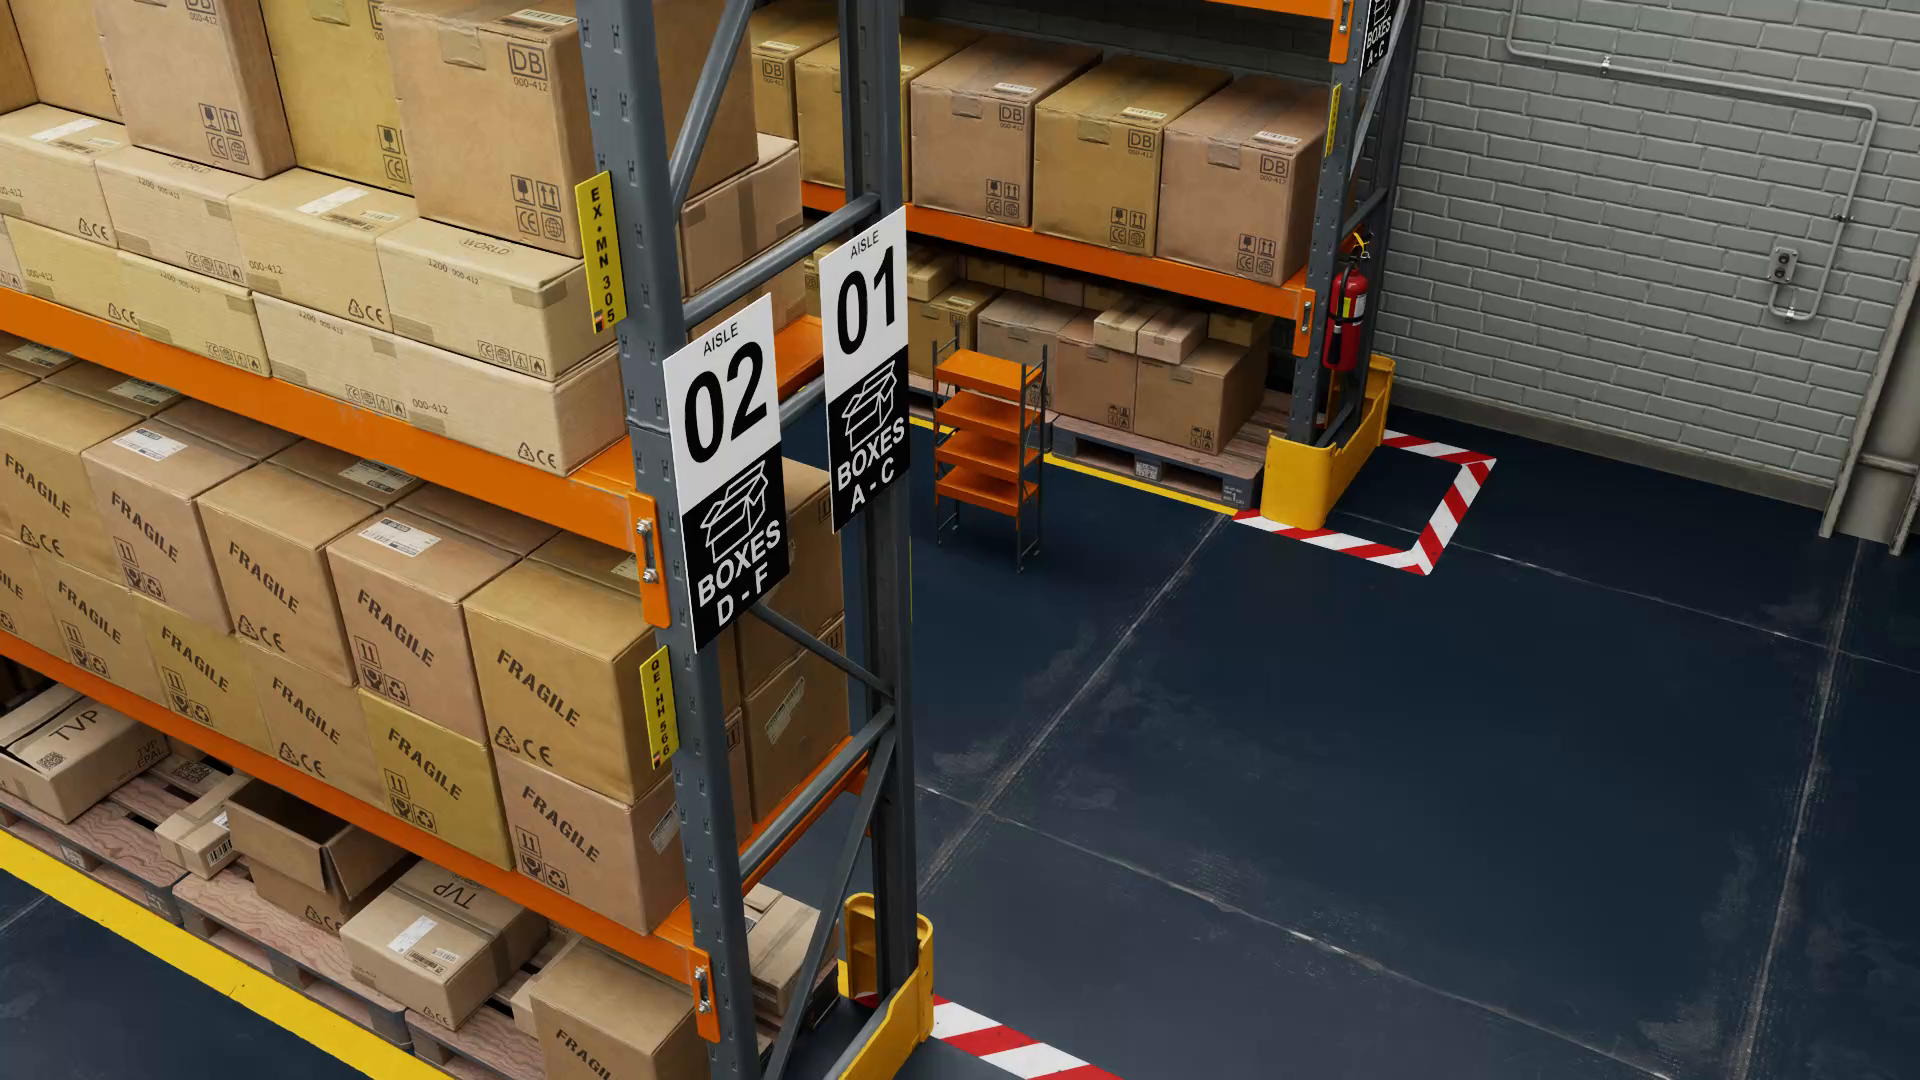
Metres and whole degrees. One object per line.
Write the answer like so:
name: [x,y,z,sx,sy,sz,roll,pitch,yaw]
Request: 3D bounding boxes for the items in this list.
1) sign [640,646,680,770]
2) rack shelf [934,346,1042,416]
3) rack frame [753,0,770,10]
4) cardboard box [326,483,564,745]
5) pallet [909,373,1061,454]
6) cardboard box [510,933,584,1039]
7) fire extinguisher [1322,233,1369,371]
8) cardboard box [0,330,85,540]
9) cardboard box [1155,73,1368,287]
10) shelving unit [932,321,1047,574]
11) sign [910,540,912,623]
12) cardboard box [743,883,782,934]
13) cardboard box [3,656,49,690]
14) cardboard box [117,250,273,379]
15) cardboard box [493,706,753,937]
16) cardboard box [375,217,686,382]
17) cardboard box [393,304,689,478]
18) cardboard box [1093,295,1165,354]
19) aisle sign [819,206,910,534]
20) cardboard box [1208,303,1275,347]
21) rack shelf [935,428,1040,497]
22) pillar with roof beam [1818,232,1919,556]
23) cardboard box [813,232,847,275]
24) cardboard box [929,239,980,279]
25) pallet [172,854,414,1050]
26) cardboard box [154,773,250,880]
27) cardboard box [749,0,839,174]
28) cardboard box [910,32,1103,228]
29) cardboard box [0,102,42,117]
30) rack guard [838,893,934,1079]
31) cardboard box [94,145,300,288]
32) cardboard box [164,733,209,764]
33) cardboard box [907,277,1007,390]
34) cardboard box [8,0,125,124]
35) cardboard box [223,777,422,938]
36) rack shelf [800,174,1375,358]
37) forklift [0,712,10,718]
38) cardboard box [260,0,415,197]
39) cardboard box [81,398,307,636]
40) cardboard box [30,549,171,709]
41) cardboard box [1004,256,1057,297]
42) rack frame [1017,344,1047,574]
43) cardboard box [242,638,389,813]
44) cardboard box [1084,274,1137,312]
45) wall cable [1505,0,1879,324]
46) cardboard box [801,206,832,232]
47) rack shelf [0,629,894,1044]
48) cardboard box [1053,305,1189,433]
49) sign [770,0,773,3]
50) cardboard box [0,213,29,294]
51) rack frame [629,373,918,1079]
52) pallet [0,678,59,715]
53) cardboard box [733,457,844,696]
sign: [-0.738,0.414,4.092,0.005,0.325,0.100,18,37,24]
rack shelf: [0.144,-0.781,8.131,0.480,0.148,0.258,18,37,24]
rack frame: [-1.463,-2.719,10.126,0.127,3.000,1.000,18,37,24]
cardboard box: [-1.407,0.180,4.781,0.500,0.500,0.500,19,38,26]
pallet: [0.222,-0.976,10.025,1.213,0.211,1.003,18,37,24]
cardboard box: [-1.346,1.577,5.835,0.250,0.166,0.380,18,37,24]
fire extinguisher: [1.912,-1.168,8.203,0.183,0.674,0.296,18,37,24]
cardboard box: [-3.200,-0.385,5.629,0.500,0.500,0.500,16,37,23]
cardboard box: [1.562,-1.879,8.594,0.700,0.700,0.980,19,38,26]
shelving unit: [0.144,-0.454,8.349,0.503,1.200,0.258,18,37,24]
sign: [-0.176,0.145,5.045,0.005,0.325,0.100,18,37,24]
cardboard box: [-0.855,1.413,6.081,0.250,0.166,0.380,18,37,24]
cardboard box: [-4.217,0.273,7.492,0.500,0.500,0.500,16,37,22]
cardboard box: [-1.891,-0.708,4.536,0.500,0.250,0.500,18,37,24]
cardboard box: [-0.969,0.733,4.853,0.500,0.500,0.500,19,38,26]
cardboard box: [-1.017,-0.646,3.992,0.500,0.250,0.500,18,37,24]
cardboard box: [-1.022,-0.434,4.125,0.500,0.250,0.500,18,37,24]
cardboard box: [0.928,-1.185,9.114,0.250,0.149,0.380,19,38,26]
aisle sign: [-0.240,-0.438,4.356,0.004,0.787,0.394,18,37,24]
cardboard box: [1.560,-1.229,9.181,0.250,0.149,0.380,18,38,25]
rack shelf: [0.144,-0.398,8.386,0.480,0.148,0.258,18,37,24]
pillar with roof beam: [2.647,-1.718,3.210,0.400,9.000,9.100,18,37,24]
cardboard box: [-0.658,-1.686,9.867,0.250,0.149,0.380,19,38,26]
cardboard box: [0.015,-1.717,9.914,0.250,0.149,0.380,18,38,25]
pallet: [-2.259,1.351,6.530,1.213,0.211,1.003,18,37,24]
cardboard box: [-2.905,1.115,6.528,0.250,0.166,0.380,18,37,24]
cardboard box: [-1.000,-2.686,9.807,0.700,0.700,0.980,18,38,25]
cardboard box: [0.268,-2.288,9.208,0.700,0.700,0.980,16,37,22]
cardboard box: [-2.755,-1.195,4.816,0.500,0.250,0.500,18,37,24]
rack guard: [-0.511,1.786,5.617,0.348,0.500,1.175,18,37,24]
cardboard box: [-1.884,-0.923,4.408,0.500,0.250,0.500,18,37,24]
cardboard box: [-3.282,0.544,7.085,0.500,0.500,0.500,18,37,24]
cardboard box: [0.014,-1.316,9.896,0.500,0.500,0.700,18,38,25]
cardboard box: [-2.166,-1.520,4.628,0.500,0.500,0.700,18,37,24]
cardboard box: [-2.284,1.036,6.343,0.637,0.503,0.797,18,37,24]
rack shelf: [0.273,-1.869,9.500,4.000,0.370,1.077,18,37,24]
forklift: [-3.141,-0.735,7.209,3.031,2.935,1.130,-17,37,-23]
cardboard box: [-1.291,-1.252,4.225,0.500,0.500,0.700,18,37,24]
cardboard box: [-2.305,-0.102,5.204,0.500,0.500,0.500,19,38,26]
cardboard box: [-2.731,0.174,5.692,0.500,0.500,0.500,17,37,24]
cardboard box: [0.459,-1.577,9.703,0.250,0.149,0.380,18,38,25]
rack frame: [0.356,-0.387,8.248,0.015,1.200,0.240,18,37,24]
cardboard box: [-1.851,0.452,5.275,0.500,0.500,0.500,18,38,25]
cardboard box: [0.903,-1.437,9.493,0.250,0.149,0.380,18,38,25]
wall cable: [3.591,-2.144,8.347,1.851,1.984,0.084,18,37,24]
cardboard box: [-0.892,-2.003,10.343,0.250,0.149,0.380,17,37,24]
rack shelf: [-2.181,0.516,5.918,4.000,0.370,1.077,18,37,24]
cardboard box: [0.918,-1.035,9.474,0.500,0.500,0.700,17,37,24]
sign: [-1.189,-3.379,10.266,0.005,0.325,0.100,18,37,24]
cardboard box: [-2.753,-0.989,4.958,0.500,0.250,0.500,18,37,24]
rack frame: [-0.445,0.766,4.893,0.127,3.000,1.000,18,37,24]
pallet: [-4.643,0.622,7.626,1.213,0.211,1.003,18,37,24]
cardboard box: [-0.699,0.060,4.962,0.500,0.500,0.500,19,38,26]
